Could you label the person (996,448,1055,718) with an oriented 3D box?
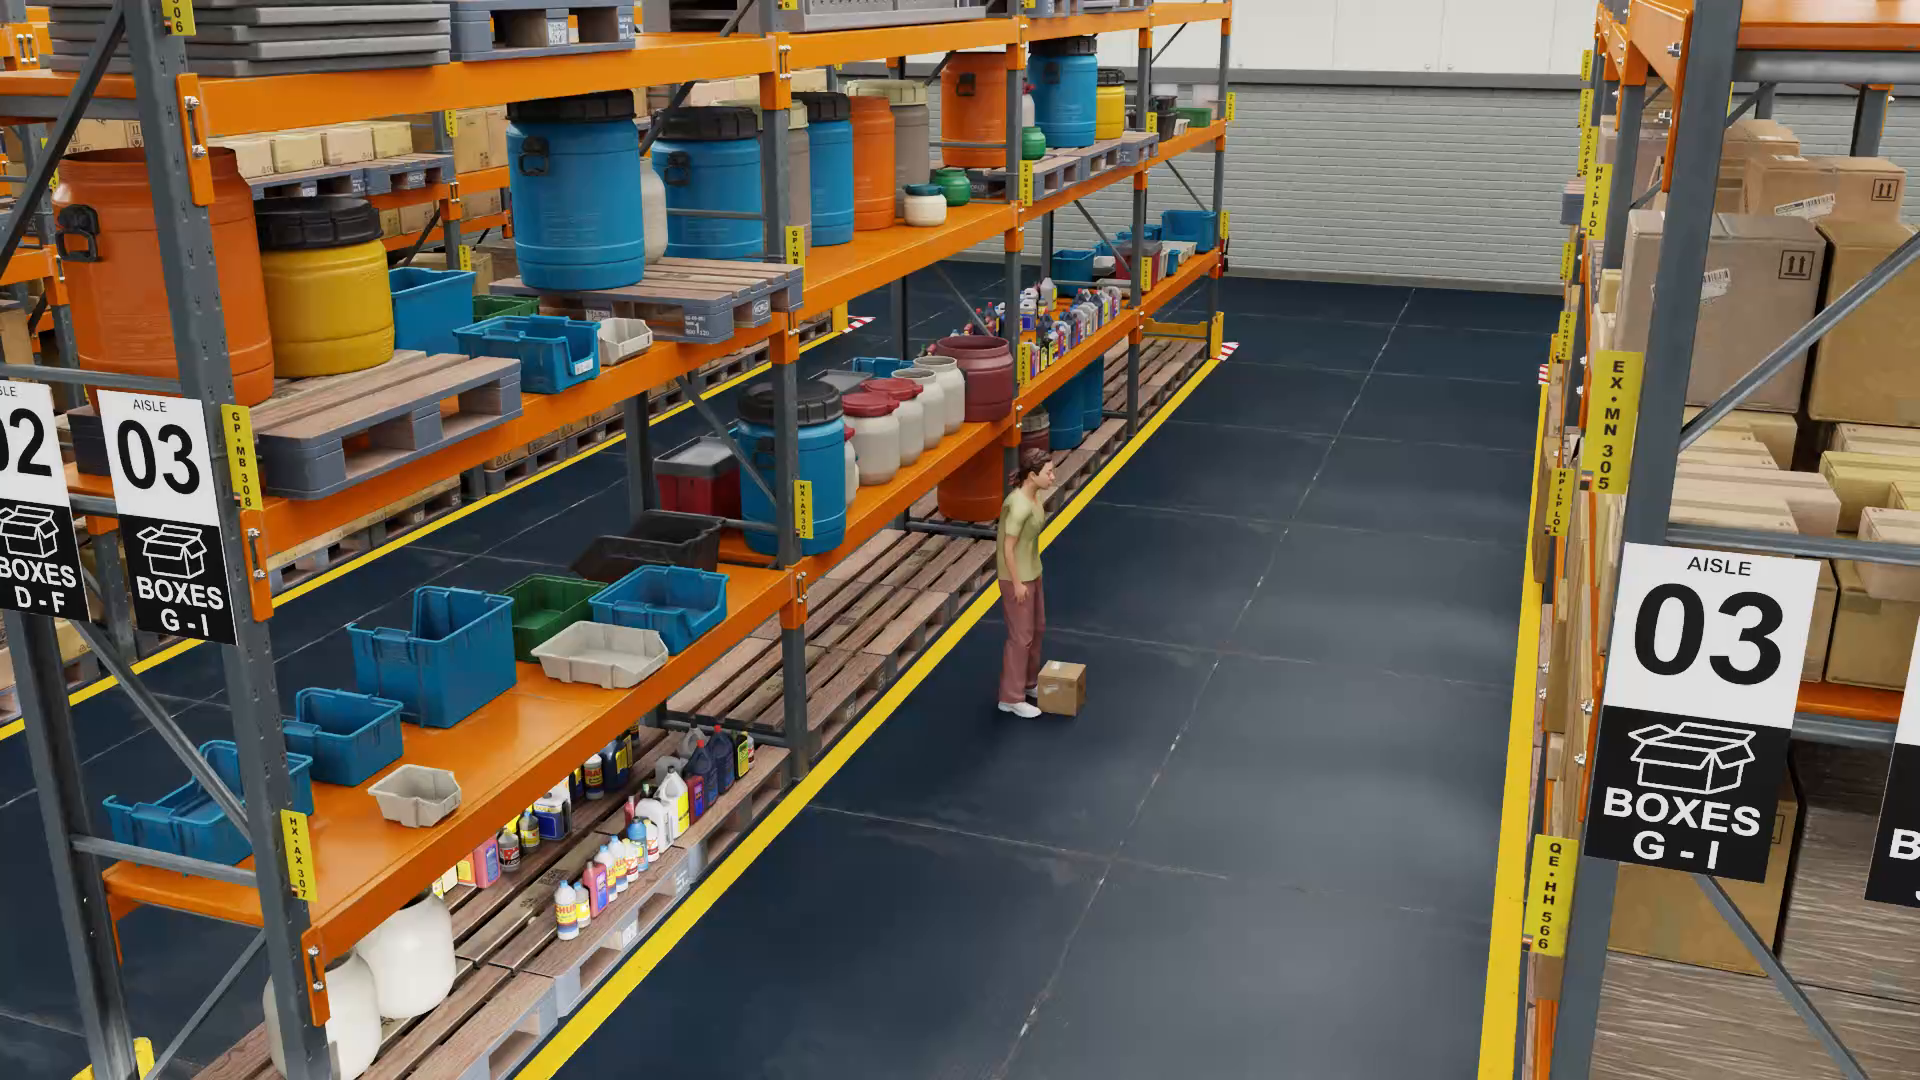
[{"bbox_3d":[0.410,0.237,10.365,0.354,1.673,0.514,6,20,16],"label":"person"}]
